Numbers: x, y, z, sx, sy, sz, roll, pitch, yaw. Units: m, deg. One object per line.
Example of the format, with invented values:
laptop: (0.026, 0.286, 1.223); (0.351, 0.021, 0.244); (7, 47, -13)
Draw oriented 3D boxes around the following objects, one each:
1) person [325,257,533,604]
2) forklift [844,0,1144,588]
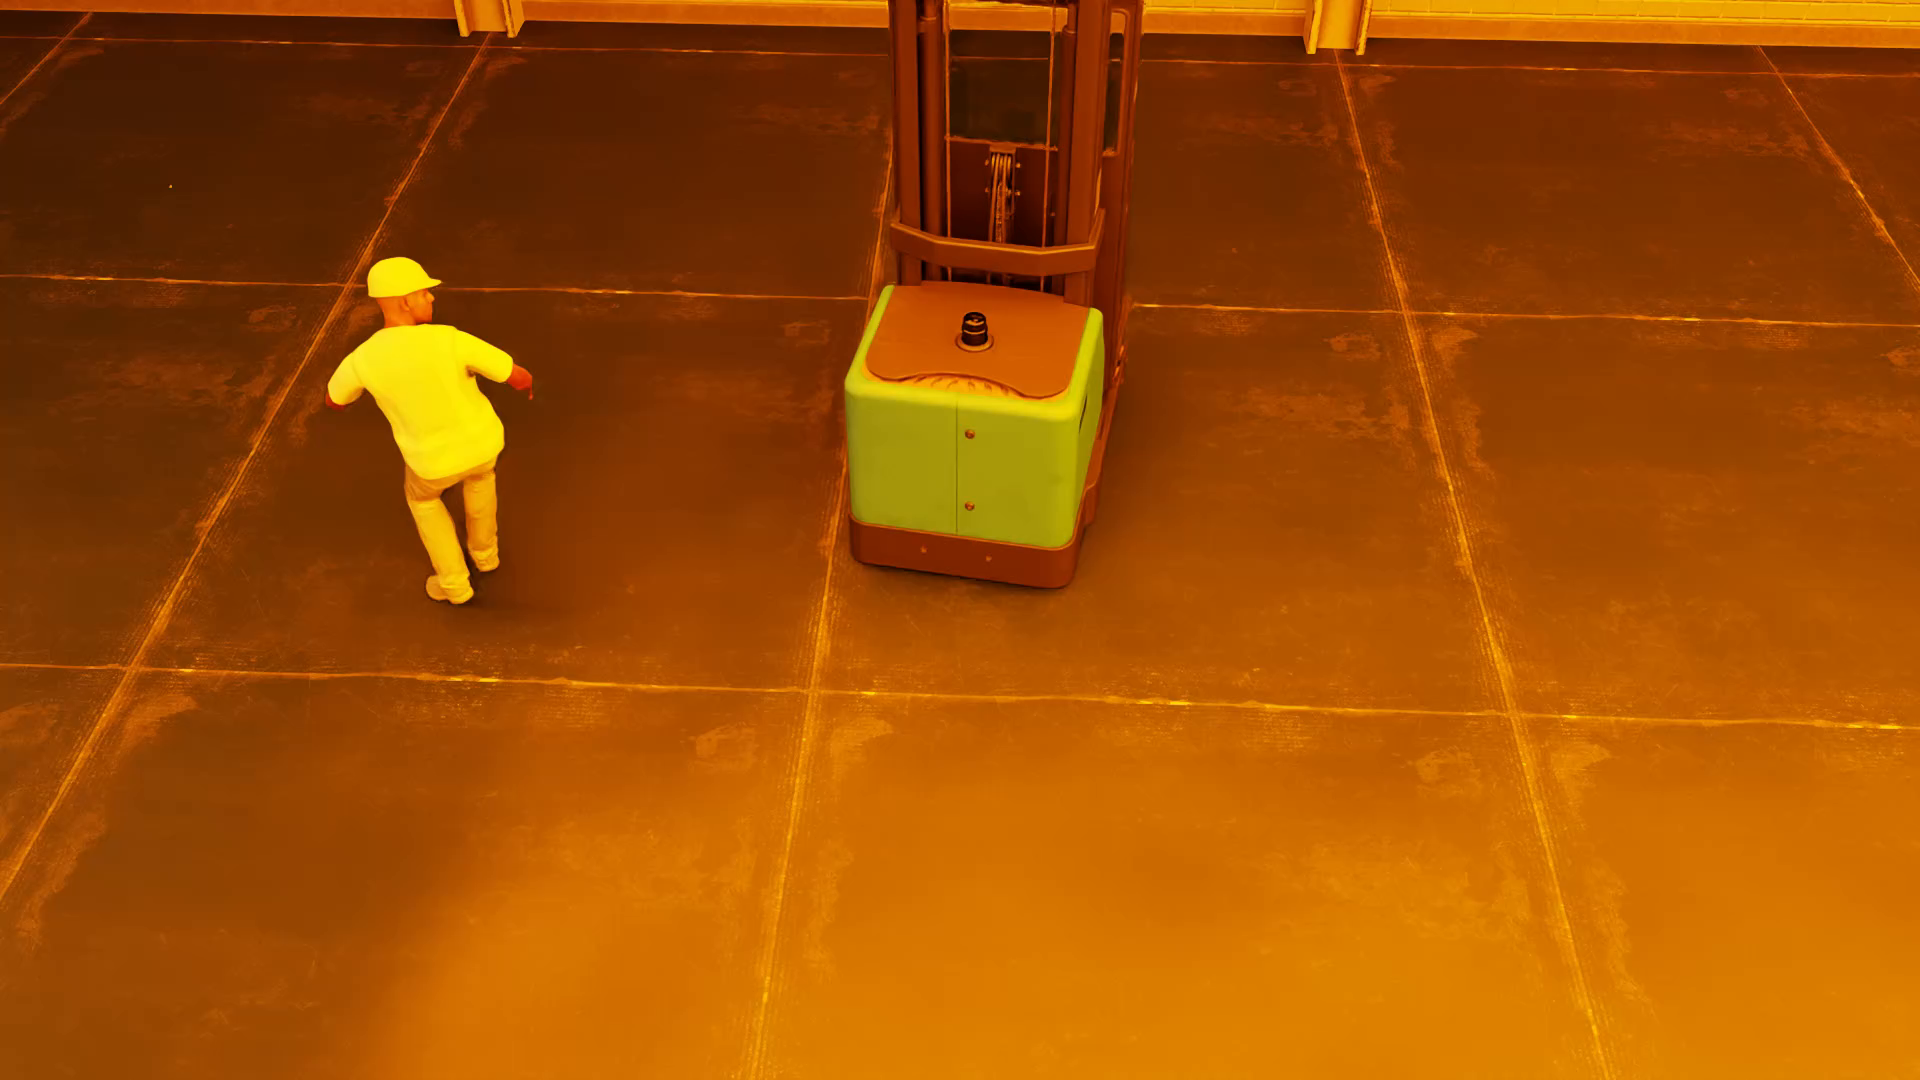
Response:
person: (-2.269, -0.521, 7.250); (0.853, 1.673, 0.730); (-15, 45, -16)
forklift: (0.284, -1.866, 7.787); (1.130, 2.935, 3.031); (8, 43, 8)
